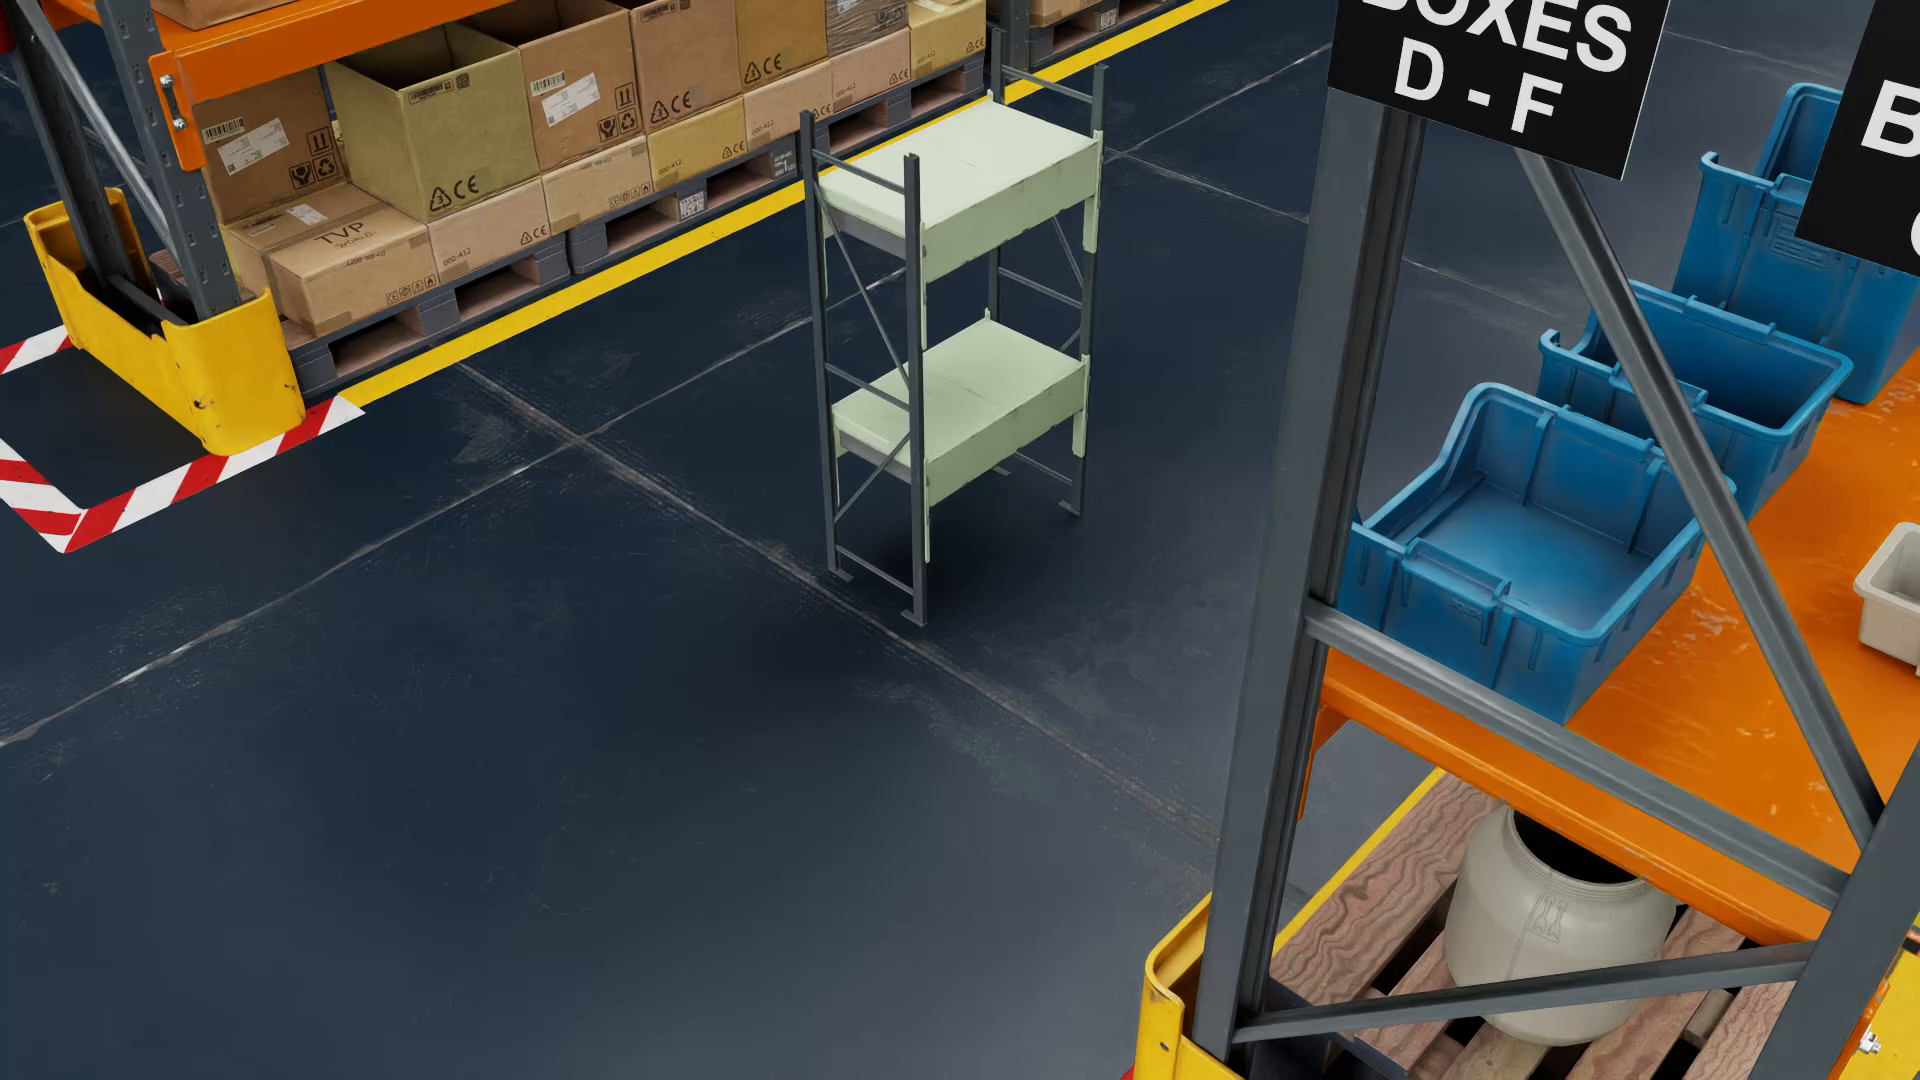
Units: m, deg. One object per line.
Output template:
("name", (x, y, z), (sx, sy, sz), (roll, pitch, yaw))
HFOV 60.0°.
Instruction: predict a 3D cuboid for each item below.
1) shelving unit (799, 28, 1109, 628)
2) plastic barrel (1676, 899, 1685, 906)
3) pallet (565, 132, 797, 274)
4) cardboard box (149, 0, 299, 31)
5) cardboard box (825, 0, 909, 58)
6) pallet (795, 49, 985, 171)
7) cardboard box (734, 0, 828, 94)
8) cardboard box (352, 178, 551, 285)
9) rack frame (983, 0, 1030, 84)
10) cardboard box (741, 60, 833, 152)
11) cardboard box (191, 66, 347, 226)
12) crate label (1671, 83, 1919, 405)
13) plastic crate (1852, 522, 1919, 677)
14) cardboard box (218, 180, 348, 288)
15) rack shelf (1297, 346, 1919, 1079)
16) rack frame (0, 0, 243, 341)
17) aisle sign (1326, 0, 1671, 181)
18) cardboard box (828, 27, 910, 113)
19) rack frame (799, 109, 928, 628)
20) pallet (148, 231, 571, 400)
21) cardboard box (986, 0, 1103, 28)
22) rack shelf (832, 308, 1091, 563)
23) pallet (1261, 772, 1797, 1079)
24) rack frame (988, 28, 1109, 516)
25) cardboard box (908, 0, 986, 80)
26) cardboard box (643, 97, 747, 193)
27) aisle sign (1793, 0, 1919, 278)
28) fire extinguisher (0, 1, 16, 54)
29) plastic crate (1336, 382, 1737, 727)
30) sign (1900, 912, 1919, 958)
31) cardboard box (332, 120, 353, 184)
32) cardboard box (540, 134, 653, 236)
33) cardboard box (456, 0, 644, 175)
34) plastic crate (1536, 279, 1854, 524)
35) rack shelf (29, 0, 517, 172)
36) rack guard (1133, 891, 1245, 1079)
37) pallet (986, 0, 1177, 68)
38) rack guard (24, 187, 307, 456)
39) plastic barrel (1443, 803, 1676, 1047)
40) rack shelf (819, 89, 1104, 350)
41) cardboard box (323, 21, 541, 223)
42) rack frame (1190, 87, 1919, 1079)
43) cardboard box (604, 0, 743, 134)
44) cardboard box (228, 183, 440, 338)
("shelving unit", (-0.004, -0.584, 4.779), (0.431, 1.500, 0.755), (30, 47, 32))
("plastic barrel", (1.604, 0.552, 3.807), (0.421, 0.512, 0.421), (0, 38, 0))
("pallet", (-1.467, -1.609, 7.104), (1.003, 0.211, 1.213), (30, 47, 32))
("cardboard box", (-2.451, -2.022, 5.303), (0.700, 0.500, 0.500), (30, 47, 32))
("cardboard box", (-0.574, -2.464, 7.208), (0.500, 0.500, 0.500), (30, 47, 32))
("pallet", (-0.644, -2.173, 7.812), (1.003, 0.211, 1.213), (30, 47, 32))
("cardboard box", (-0.909, -2.232, 6.917), (0.500, 0.500, 0.500), (30, 47, 32))
("cardboard box", (-1.915, -1.246, 6.279), (0.500, 0.250, 0.500), (30, 47, 32))
("rack frame", (-0.077, -3.612, 7.382), (1.000, 3.000, 0.127), (30, 47, 32))
("cardboard box", (-0.899, -1.934, 7.143), (0.500, 0.250, 0.500), (30, 47, 32))
("cardboard box", (-2.633, -1.527, 6.030), (0.500, 0.500, 0.500), (30, 47, 32))
("crate label", (1.920, -0.665, 3.648), (0.502, 0.435, 0.616), (30, 47, 32))
("plastic crate", (1.720, 0.135, 2.882), (0.298, 0.136, 0.250), (30, 47, 32))
("cardboard box", (-2.632, -1.233, 6.262), (0.500, 0.250, 0.500), (30, 47, 32))
("rack shelf", (2.228, -0.330, 3.833), (1.077, 0.370, 4.000), (30, 47, 32))
("rack frame", (-2.775, -1.774, 5.071), (1.000, 3.000, 0.127), (30, 47, 32))
("aisle sign", (0.611, -0.802, 1.759), (0.394, 0.787, 0.004), (30, 47, 32))
("cardboard box", (-0.573, -2.169, 7.440), (0.500, 0.250, 0.500), (30, 47, 32))
("rack frame", (-0.251, -0.416, 4.568), (0.400, 1.500, 0.023), (30, 47, 32))
("pallet", (-2.290, -1.052, 6.403), (1.003, 0.211, 1.213), (30, 47, 32))
("cardboard box", (0.378, -2.781, 8.209), (0.500, 0.250, 0.500), (28, 47, 31))
("rack shelf", (-0.005, -0.329, 4.982), (0.431, 0.370, 0.720), (30, 47, 32))
("pallet", (1.447, 0.973, 3.856), (1.003, 0.211, 1.213), (30, 47, 32))
("rack frame", (0.242, -0.752, 4.991), (0.400, 1.500, 0.023), (30, 47, 32))
("cardboard box", (-0.228, -2.395, 7.724), (0.500, 0.250, 0.500), (30, 47, 32))
("cardboard box", (-1.236, -1.704, 6.854), (0.500, 0.250, 0.500), (30, 47, 32))
("aisle sign", (1.046, -0.554, 1.448), (0.394, 0.787, 0.004), (30, 47, 32))
("fire extinguisher", (-3.198, -1.885, 5.272), (0.296, 0.674, 0.183), (30, 47, 32))
("plastic crate", (0.995, 0.010, 2.947), (0.499, 0.251, 0.616), (30, 47, 32))
("sign", (1.281, 0.432, 2.074), (0.100, 0.325, 0.005), (30, 47, 32))
("cardboard box", (-2.303, -1.467, 6.557), (0.500, 0.250, 0.500), (30, 47, 32))
("cardboard box", (-1.577, -1.476, 6.568), (0.500, 0.250, 0.500), (30, 47, 32))
("cardboard box", (-1.586, -1.774, 6.341), (0.500, 0.500, 0.500), (30, 47, 32))
("plastic crate", (1.437, -0.286, 3.319), (0.499, 0.251, 0.408), (30, 47, 32))
("rack shelf", (-1.426, -2.411, 6.450), (1.077, 0.370, 4.000), (30, 47, 32))
("rack guard", (0.895, 1.231, 3.300), (1.175, 0.500, 0.348), (30, 47, 32))
("pallet", (0.391, -2.875, 8.696), (1.003, 0.211, 1.213), (30, 47, 32))
("rack guard", (-2.792, -0.785, 5.835), (1.175, 0.500, 0.348), (30, 47, 32))
("plastic barrel", (1.266, 0.782, 3.517), (0.421, 0.512, 0.421), (0, 38, 0))
("rack shelf", (-0.004, -0.889, 4.536), (0.431, 0.370, 0.720), (30, 47, 32))
("cardboard box", (-1.914, -1.539, 6.045), (0.500, 0.500, 0.500), (30, 47, 32))
("rack frame", (0.881, 0.309, 2.451), (0.949, 2.616, 0.053), (30, 47, 32))
("cardboard box", (-1.236, -1.997, 6.620), (0.500, 0.500, 0.500), (30, 47, 32))
("cardboard box", (-2.249, -1.015, 5.988), (0.500, 0.250, 0.500), (30, 47, 32))
